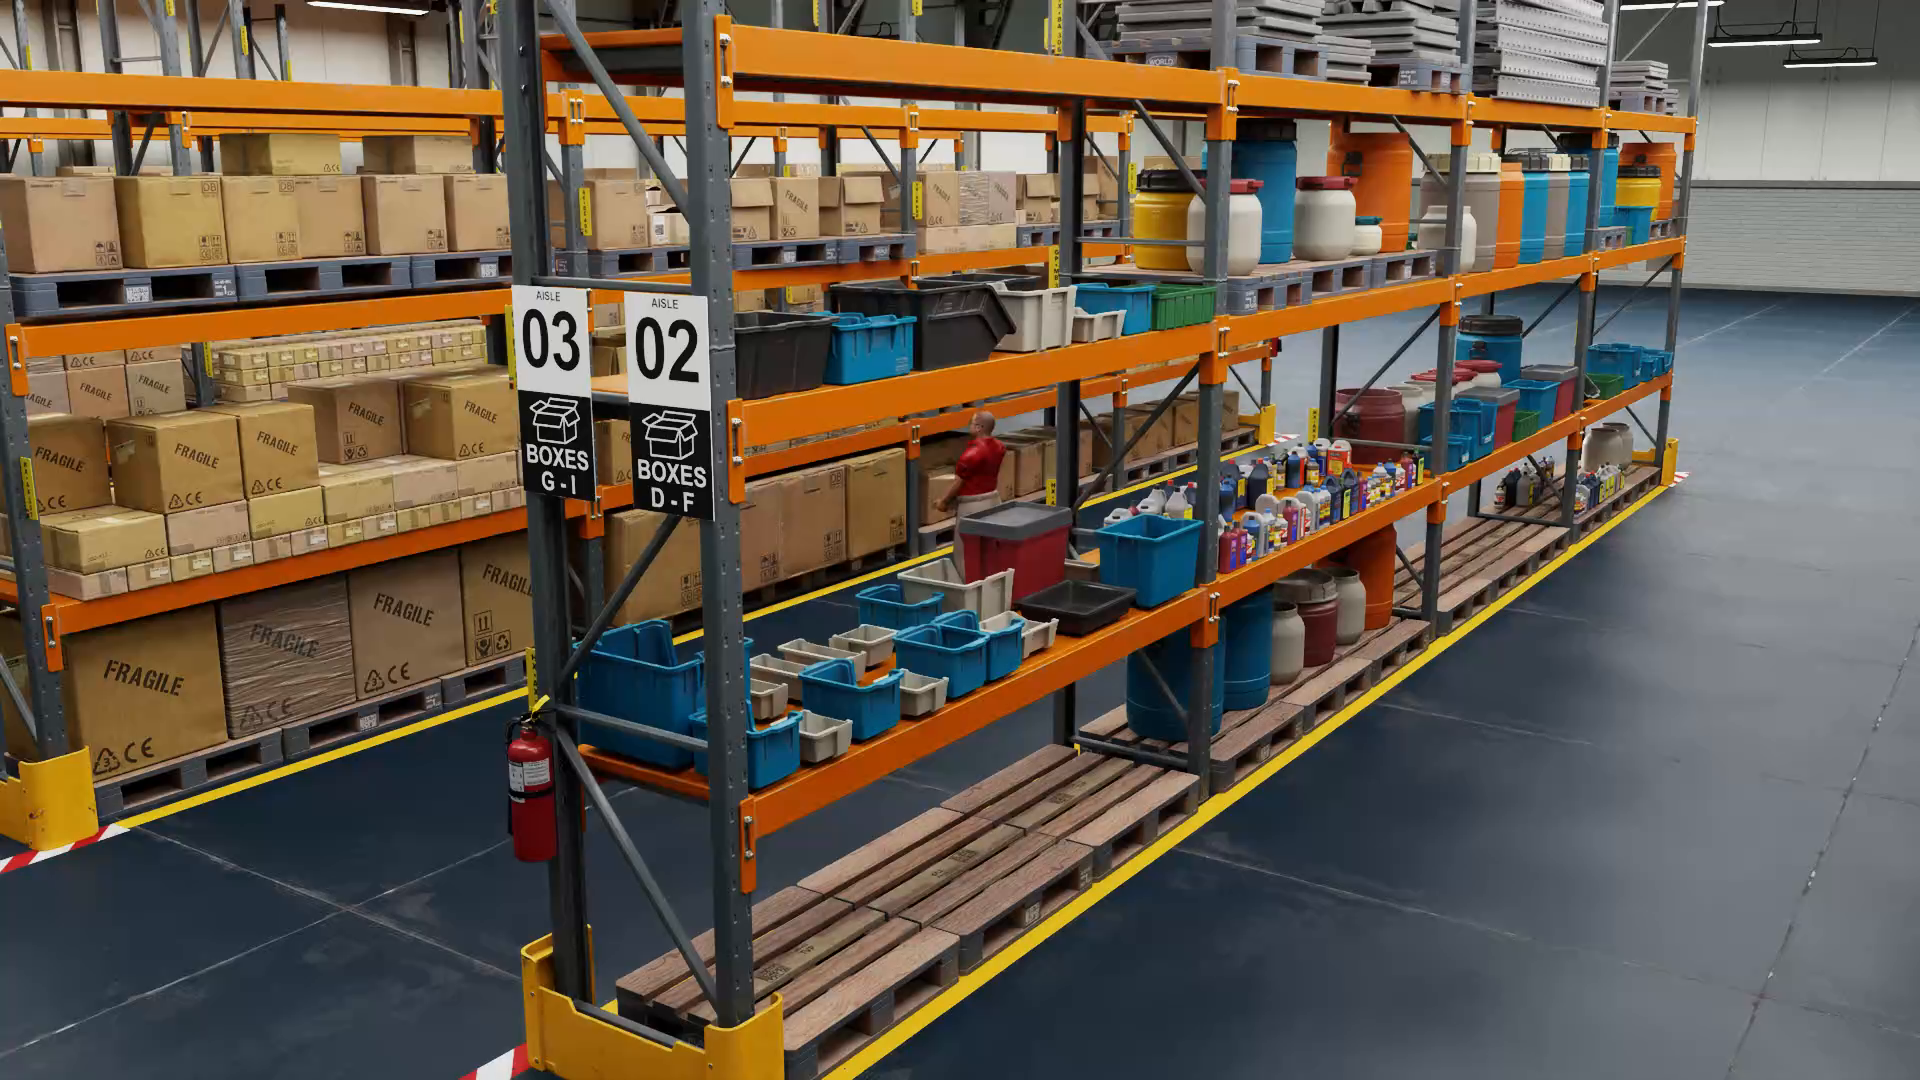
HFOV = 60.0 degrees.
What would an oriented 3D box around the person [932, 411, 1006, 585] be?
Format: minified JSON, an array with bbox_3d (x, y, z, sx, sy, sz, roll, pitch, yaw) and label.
[{"bbox_3d":[0.059,-0.214,13.481,0.537,1.712,0.493,9,15,33],"label":"person"}]
